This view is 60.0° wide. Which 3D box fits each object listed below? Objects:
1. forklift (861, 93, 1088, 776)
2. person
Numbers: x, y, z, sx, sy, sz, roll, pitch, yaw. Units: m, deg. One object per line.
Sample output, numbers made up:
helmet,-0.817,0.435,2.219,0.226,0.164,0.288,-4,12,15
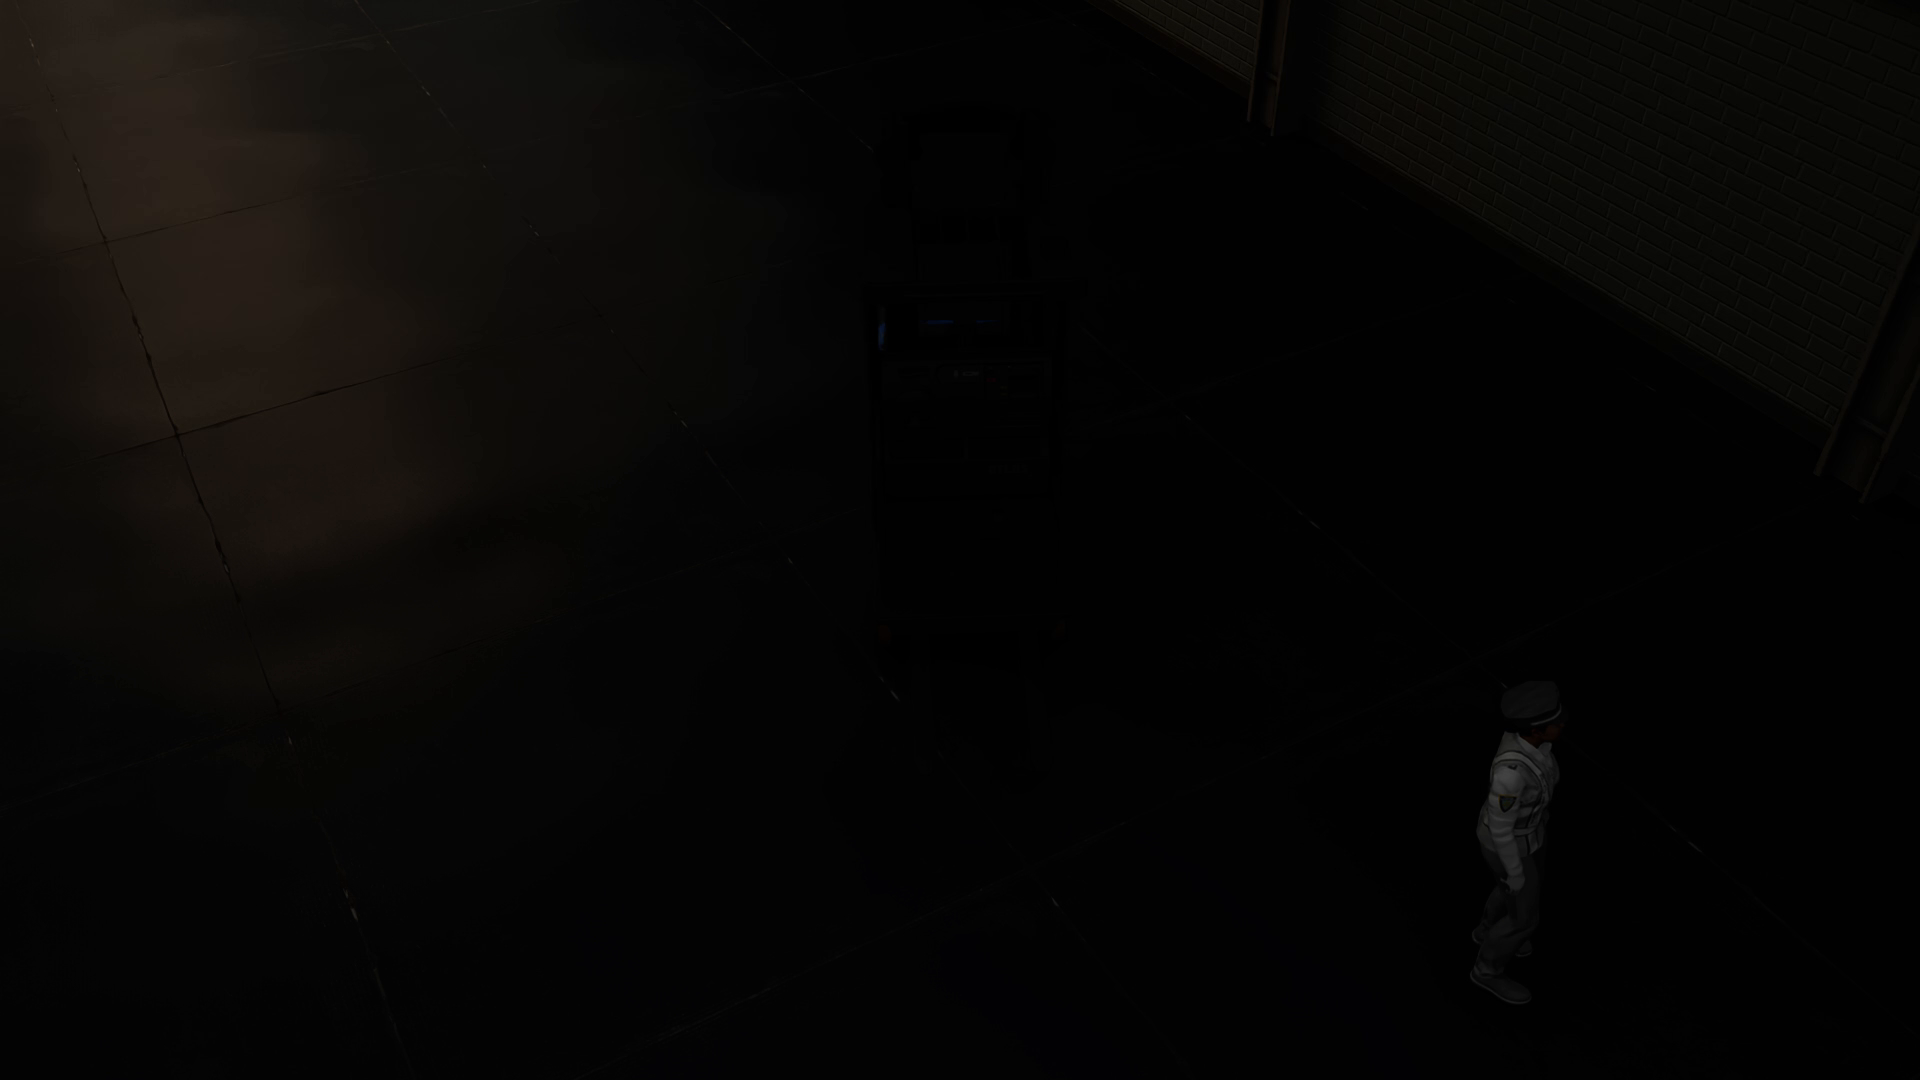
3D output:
forklift,0.052,-0.728,8.914,1.130,2.935,3.031,-2,40,-2
person,2.500,1.315,7.386,0.497,1.680,0.572,17,43,19
